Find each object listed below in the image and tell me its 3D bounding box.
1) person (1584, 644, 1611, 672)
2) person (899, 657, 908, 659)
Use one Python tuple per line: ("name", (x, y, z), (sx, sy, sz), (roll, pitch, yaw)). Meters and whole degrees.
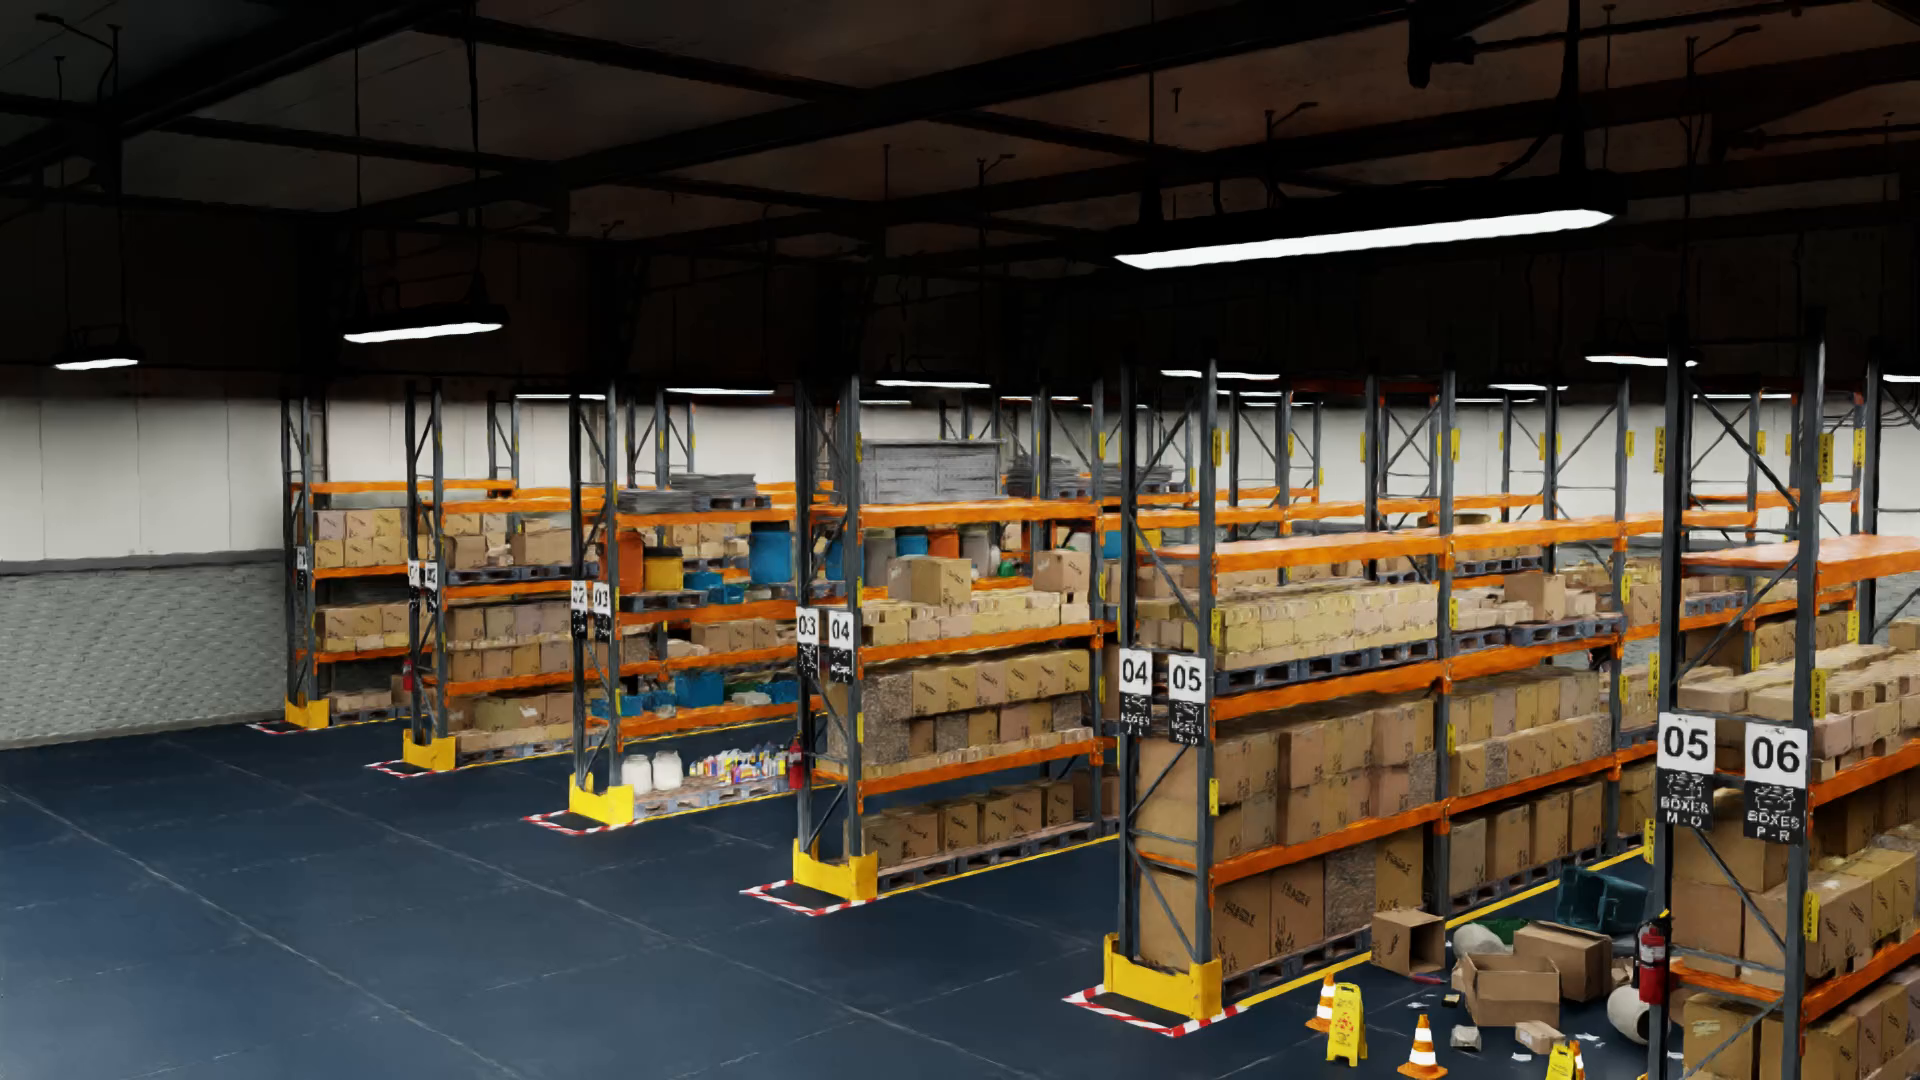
("person", (12.276, 2.293, 31.832), (0.682, 1.660, 0.800), (2, 4, 26))
("person", (-0.993, 2.328, 30.737), (0.589, 1.697, 1.175), (4, 5, 44))
